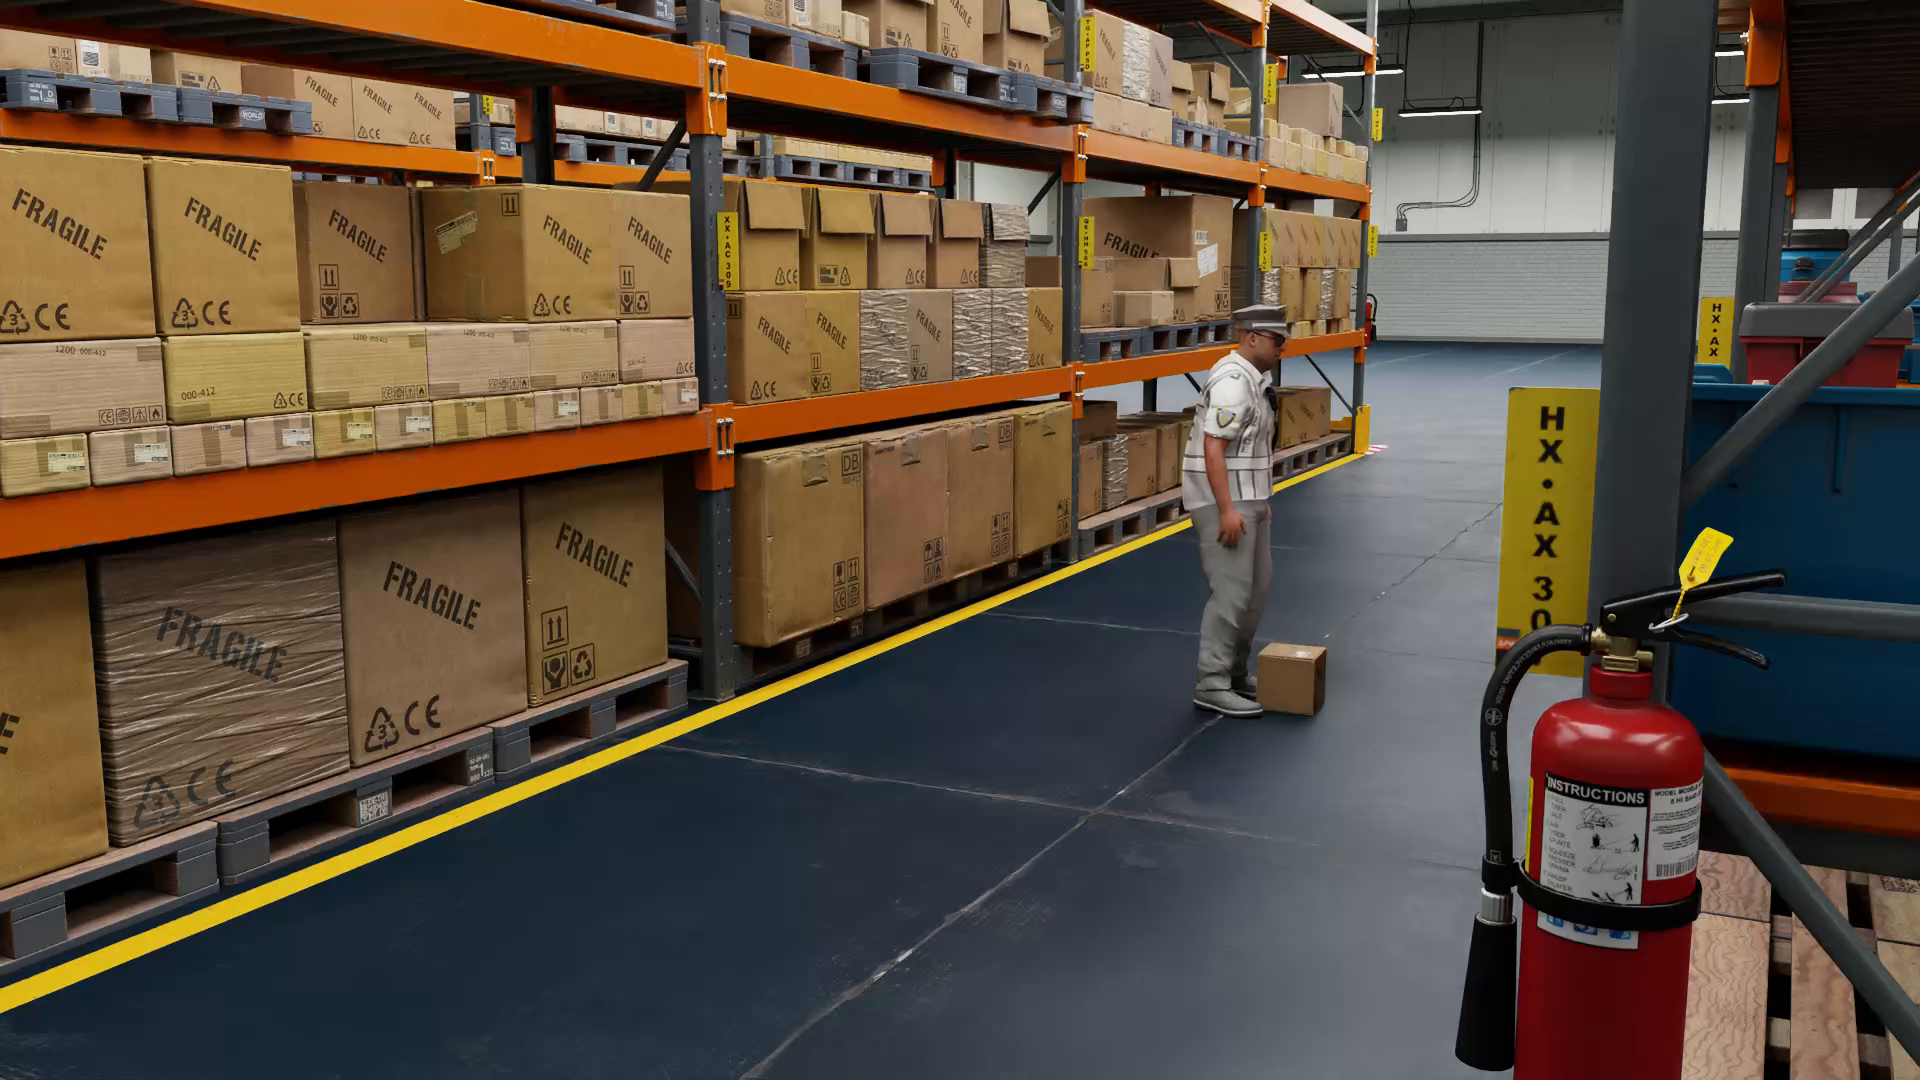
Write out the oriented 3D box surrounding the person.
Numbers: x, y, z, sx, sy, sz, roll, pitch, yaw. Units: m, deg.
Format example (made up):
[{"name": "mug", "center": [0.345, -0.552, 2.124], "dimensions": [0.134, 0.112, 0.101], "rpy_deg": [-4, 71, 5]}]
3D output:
[{"name": "person", "center": [1.207, -0.150, 7.289], "dimensions": [0.435, 1.748, 0.591], "rpy_deg": [4, 10, 25]}]
